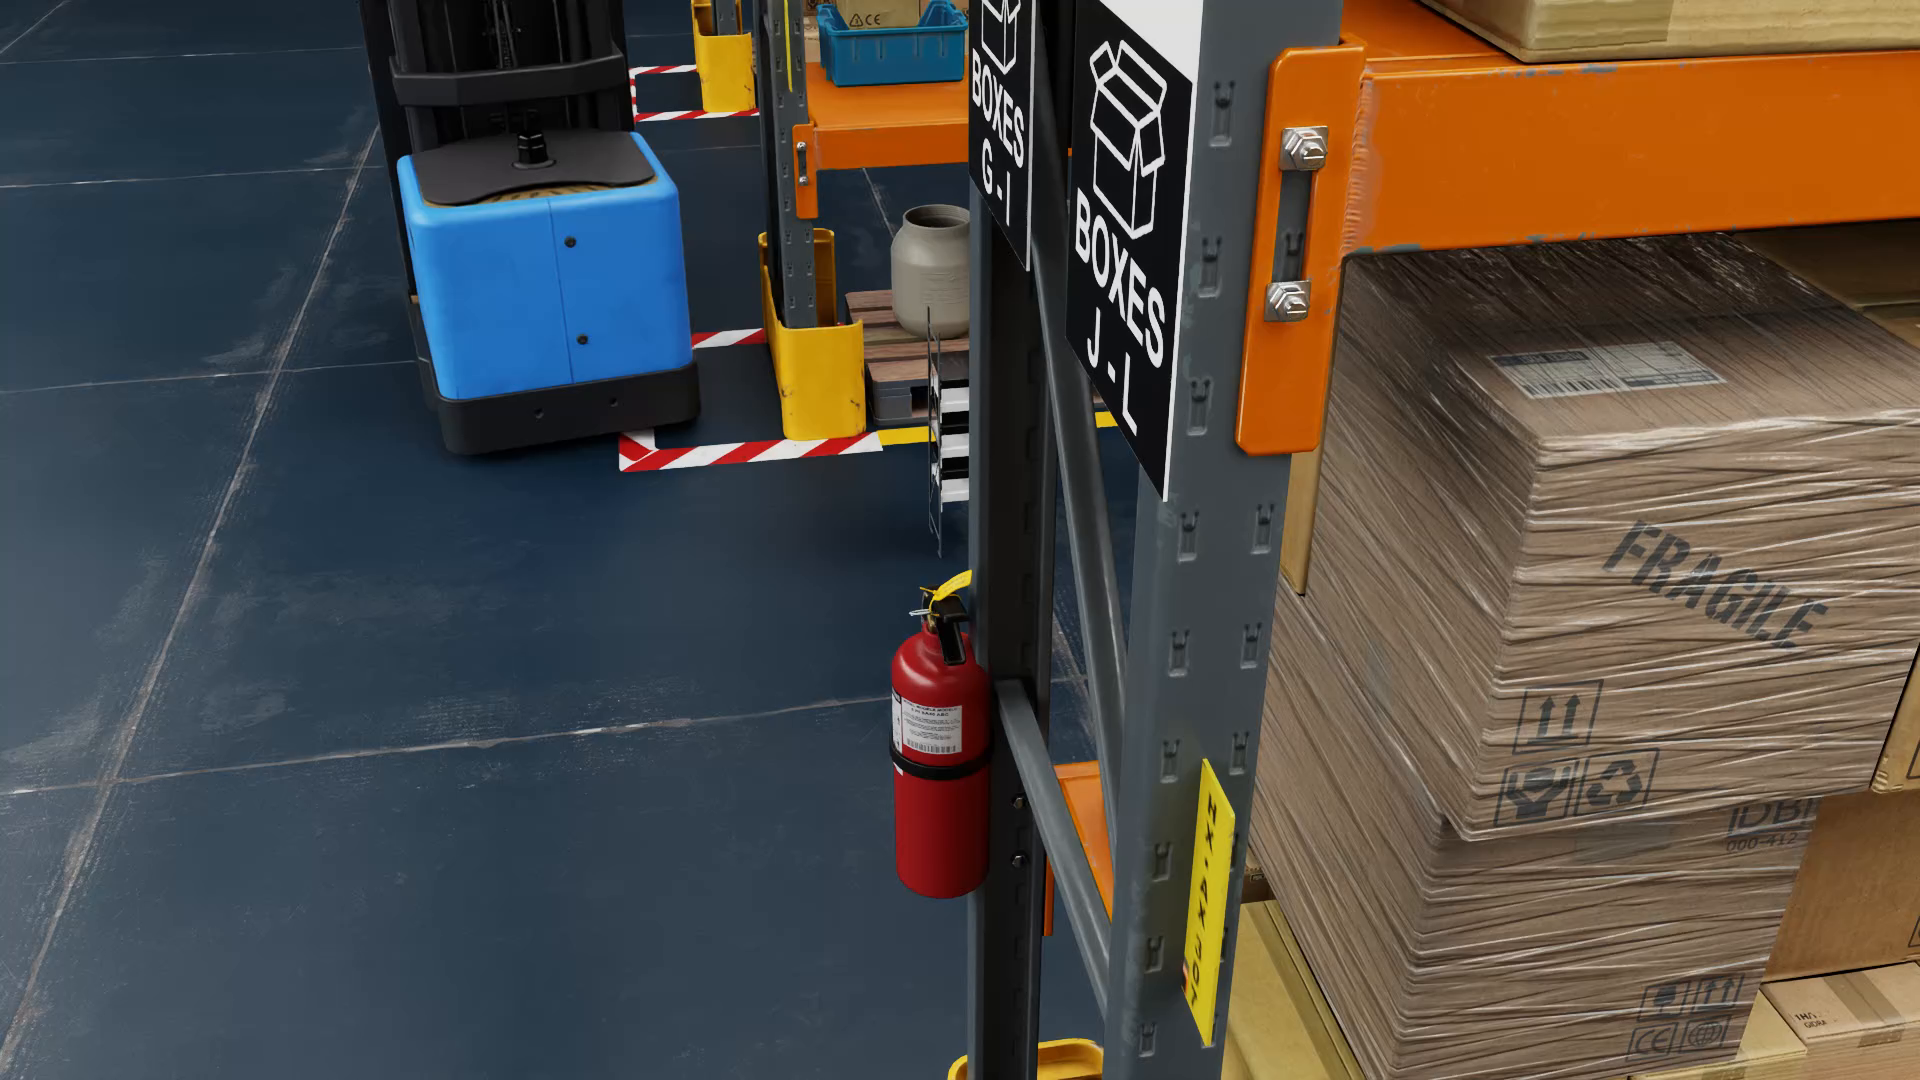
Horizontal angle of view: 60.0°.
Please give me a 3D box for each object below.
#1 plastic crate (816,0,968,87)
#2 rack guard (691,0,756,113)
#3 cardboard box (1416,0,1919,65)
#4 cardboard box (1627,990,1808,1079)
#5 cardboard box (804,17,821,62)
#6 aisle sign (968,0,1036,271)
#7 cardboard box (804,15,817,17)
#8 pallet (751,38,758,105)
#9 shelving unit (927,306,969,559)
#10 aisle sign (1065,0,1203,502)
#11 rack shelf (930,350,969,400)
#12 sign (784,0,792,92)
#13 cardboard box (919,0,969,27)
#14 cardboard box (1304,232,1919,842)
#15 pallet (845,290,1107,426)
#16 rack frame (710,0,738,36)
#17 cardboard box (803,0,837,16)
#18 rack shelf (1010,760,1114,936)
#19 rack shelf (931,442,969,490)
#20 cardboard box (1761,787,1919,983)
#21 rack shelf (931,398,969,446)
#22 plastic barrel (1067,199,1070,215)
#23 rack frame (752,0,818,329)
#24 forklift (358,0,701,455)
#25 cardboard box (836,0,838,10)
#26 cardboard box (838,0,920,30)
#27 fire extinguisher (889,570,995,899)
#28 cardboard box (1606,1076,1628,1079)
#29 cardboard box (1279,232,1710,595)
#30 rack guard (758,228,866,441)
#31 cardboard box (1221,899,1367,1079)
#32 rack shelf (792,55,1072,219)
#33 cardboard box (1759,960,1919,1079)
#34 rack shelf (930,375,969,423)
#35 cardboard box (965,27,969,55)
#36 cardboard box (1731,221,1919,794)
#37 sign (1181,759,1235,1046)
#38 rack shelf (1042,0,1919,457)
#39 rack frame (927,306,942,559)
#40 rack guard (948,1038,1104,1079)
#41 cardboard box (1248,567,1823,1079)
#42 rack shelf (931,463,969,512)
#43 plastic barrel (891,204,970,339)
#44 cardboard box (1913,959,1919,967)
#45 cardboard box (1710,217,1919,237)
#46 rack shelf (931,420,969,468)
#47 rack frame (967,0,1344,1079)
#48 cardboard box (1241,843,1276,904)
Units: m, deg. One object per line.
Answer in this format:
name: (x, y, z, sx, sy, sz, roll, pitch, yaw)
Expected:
plastic crate: (-0.289, -2.108, 7.023, 0.616, 0.251, 0.499, -5, 31, -9)
rack guard: (-1.640, -3.368, 11.485, 0.348, 0.500, 1.175, -5, 31, -9)
cardboard box: (0.685, -0.652, 1.588, 0.500, 0.250, 0.500, -4, 31, -7)
cardboard box: (0.986, 0.664, 2.409, 0.250, 0.149, 0.380, -5, 31, -9)
cardboard box: (-1.049, -3.381, 11.340, 0.500, 0.250, 0.500, -5, 31, -9)
aisle sign: (0.049, -0.773, 2.040, 0.004, 0.787, 0.394, -5, 31, -9)
cardboard box: (-1.142, -3.640, 11.779, 0.500, 0.250, 0.500, -5, 31, -9)
pallet: (-0.872, -3.336, 11.716, 1.213, 0.211, 1.003, -5, 31, -9)
shelving unit: (0.008, -0.389, 6.023, 0.210, 0.900, 0.258, -5, 31, -9)
aisle sign: (0.157, -0.474, 1.531, 0.004, 0.787, 0.394, -5, 31, -9)
rack shelf: (0.008, -0.593, 5.903, 0.200, 0.077, 0.258, -5, 31, -9)
sign: (-0.633, -1.822, 6.117, 0.005, 0.325, 0.100, -5, 31, -9)
cardboard box: (-0.068, -3.803, 11.318, 0.500, 0.500, 0.500, -5, 31, -9)
cardboard box: (0.754, -0.025, 1.954, 0.500, 0.500, 0.500, -5, 31, -9)
pallet: (0.138, -0.878, 7.534, 1.213, 0.211, 1.003, -5, 31, -9)
rack frame: (-1.616, -4.448, 10.855, 0.127, 3.000, 1.000, -5, 31, -9)
cardboard box: (-1.142, -3.964, 11.591, 0.500, 0.500, 0.500, -5, 31, -9)
rack shelf: (2.132, 0.619, 2.947, 4.000, 0.370, 1.077, -5, 31, -9)
rack shelf: (0.008, -0.282, 6.086, 0.200, 0.077, 0.258, -5, 31, -9)
cardboard box: (1.180, 0.178, 2.595, 0.500, 0.500, 0.875, -5, 31, -9)
rack shelf: (0.008, -0.437, 5.994, 0.200, 0.077, 0.258, -5, 31, -9)
plastic barrel: (0.399, -1.230, 7.423, 0.421, 0.512, 0.421, 0, 30, 0)
rack frame: (-0.728, -1.978, 6.654, 0.127, 3.000, 1.000, -5, 31, -9)
forklift: (-2.082, -2.340, 7.338, 1.130, 2.935, 3.031, -11, 32, -17)
cardboard box: (-0.652, -3.691, 11.867, 0.500, 0.250, 0.500, -5, 31, -9)
cardboard box: (-0.557, -3.751, 11.229, 0.500, 0.500, 0.500, -5, 31, -9)
fire extinguisher: (-0.031, 0.306, 2.847, 0.183, 0.674, 0.296, -5, 31, -9)
cardboard box: (0.737, 0.680, 2.383, 0.250, 0.149, 0.380, -5, 31, -9)
cardboard box: (0.661, -0.284, 2.395, 0.500, 0.500, 0.500, -5, 31, -9)
rack guard: (-0.662, -0.931, 7.339, 0.348, 0.500, 1.175, -5, 31, -9)
cardboard box: (0.488, 0.693, 2.360, 0.250, 0.149, 0.380, -5, 31, -9)
rack shelf: (1.239, -1.850, 7.147, 4.000, 0.370, 1.077, -5, 31, -9)
cardboard box: (1.228, 0.631, 2.465, 0.250, 0.149, 0.380, -5, 31, -9)
rack shelf: (0.008, -0.515, 5.949, 0.200, 0.077, 0.258, -5, 31, -9)
cardboard box: (-0.066, -3.474, 11.498, 0.500, 0.250, 0.500, -5, 31, -9)
cardboard box: (1.247, -0.067, 2.026, 0.500, 0.500, 0.500, -5, 31, -9)
sign: (0.262, 0.389, 1.775, 0.005, 0.325, 0.100, -5, 31, -9)
rack shelf: (2.132, -0.674, 2.187, 4.000, 0.370, 1.077, -5, 31, -9)
rack frame: (-0.092, -0.379, 6.007, 0.006, 0.900, 0.240, -5, 31, -9)
rack guard: (0.239, 1.562, 3.100, 0.348, 0.500, 1.175, -5, 31, -9)
cardboard box: (0.710, 0.284, 2.416, 0.500, 0.500, 0.875, -5, 31, -9)
rack shelf: (0.008, -0.205, 6.131, 0.200, 0.077, 0.258, -5, 31, -9)
plastic barrel: (-0.094, -1.184, 7.345, 0.421, 0.512, 0.421, 0, 30, 0)
cardboard box: (1.475, 0.612, 2.498, 0.250, 0.149, 0.380, -5, 31, -9)
cardboard box: (1.152, -0.333, 2.478, 0.500, 0.500, 0.500, -5, 31, -9)
rack shelf: (0.008, -0.360, 6.040, 0.200, 0.077, 0.258, -5, 31, -9)
rack frame: (0.165, 0.493, 2.452, 0.053, 2.616, 0.949, -5, 31, -9)
cardboard box: (0.407, 0.471, 2.737, 0.250, 0.149, 0.380, -5, 31, -9)
